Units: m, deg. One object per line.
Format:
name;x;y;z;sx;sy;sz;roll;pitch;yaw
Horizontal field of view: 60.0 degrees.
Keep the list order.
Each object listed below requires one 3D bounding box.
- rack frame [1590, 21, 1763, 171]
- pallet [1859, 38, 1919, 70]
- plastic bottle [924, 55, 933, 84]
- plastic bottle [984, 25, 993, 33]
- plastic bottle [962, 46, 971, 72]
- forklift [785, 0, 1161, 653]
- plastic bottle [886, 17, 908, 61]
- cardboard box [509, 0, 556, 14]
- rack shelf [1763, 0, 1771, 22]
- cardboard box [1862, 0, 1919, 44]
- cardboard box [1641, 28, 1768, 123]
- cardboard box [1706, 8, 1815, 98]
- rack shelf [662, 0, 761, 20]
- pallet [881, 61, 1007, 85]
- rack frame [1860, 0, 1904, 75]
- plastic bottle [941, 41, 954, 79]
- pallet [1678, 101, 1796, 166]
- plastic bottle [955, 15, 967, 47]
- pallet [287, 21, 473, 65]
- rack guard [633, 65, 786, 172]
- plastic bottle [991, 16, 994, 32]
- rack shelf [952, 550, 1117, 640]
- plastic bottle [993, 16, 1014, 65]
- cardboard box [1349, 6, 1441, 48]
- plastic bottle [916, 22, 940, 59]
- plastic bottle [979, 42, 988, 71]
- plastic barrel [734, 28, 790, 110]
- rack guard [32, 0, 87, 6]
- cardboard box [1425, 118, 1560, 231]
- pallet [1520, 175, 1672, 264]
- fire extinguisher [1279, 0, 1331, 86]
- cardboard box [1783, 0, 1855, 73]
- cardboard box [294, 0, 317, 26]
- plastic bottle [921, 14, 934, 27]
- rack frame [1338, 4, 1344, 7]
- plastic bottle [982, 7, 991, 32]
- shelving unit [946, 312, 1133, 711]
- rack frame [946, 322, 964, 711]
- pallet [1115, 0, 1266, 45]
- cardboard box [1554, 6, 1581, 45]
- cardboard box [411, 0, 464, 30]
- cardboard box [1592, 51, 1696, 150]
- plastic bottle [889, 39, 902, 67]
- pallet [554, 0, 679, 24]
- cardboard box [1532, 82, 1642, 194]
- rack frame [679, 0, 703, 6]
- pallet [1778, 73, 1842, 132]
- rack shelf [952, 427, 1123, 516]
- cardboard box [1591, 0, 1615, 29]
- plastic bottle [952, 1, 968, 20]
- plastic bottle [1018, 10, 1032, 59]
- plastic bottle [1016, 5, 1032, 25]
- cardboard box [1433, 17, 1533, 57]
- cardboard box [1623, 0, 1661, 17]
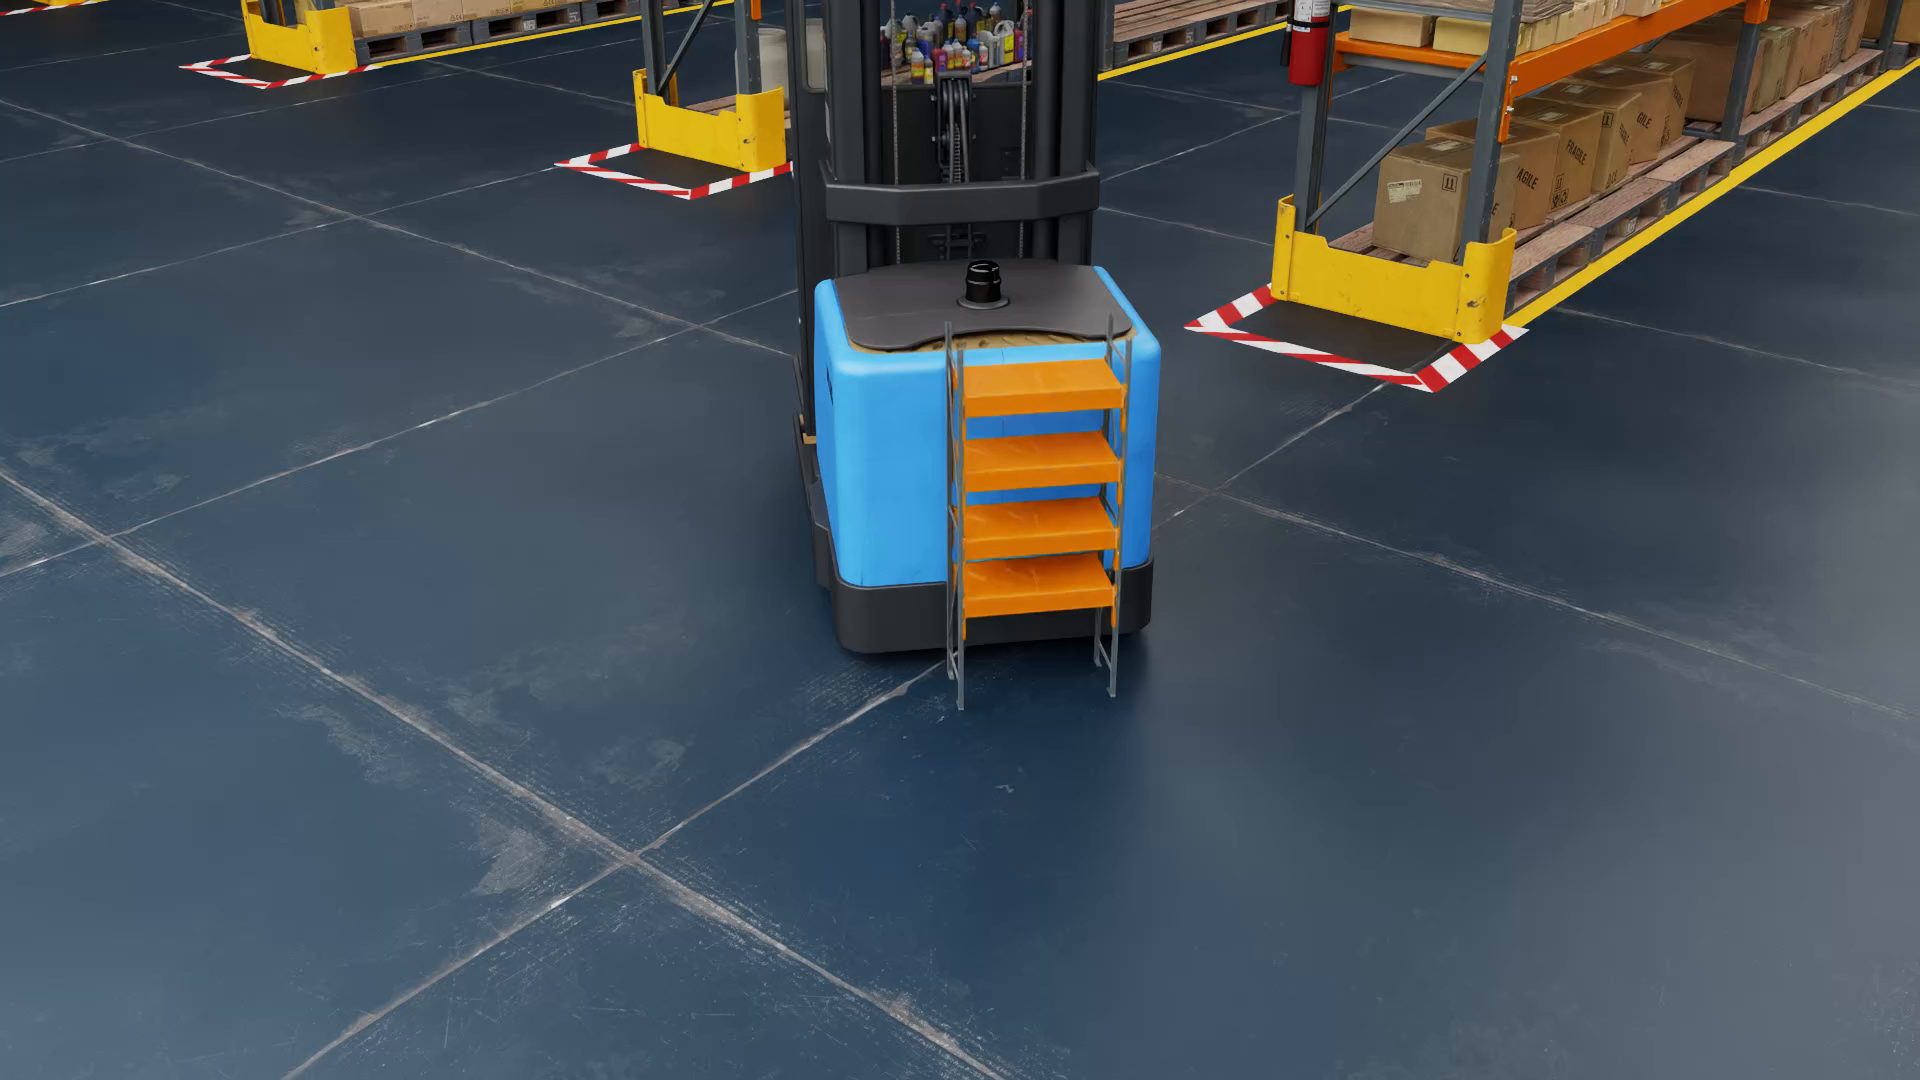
rack frame;4.660;-3.895;10.514;1.000;3.000;0.127;21;34;34
pallet;7.764;-4.332;14.394;1.003;0.211;1.213;21;34;34
plastic bottle;-0.247;-3.465;12.250;0.097;0.201;0.097;0;27;0
plastic bottle;0.228;-3.857;12.918;0.061;0.283;0.133;21;34;34
plastic bottle;0.032;-3.620;12.550;0.097;0.201;0.097;0;27;0
forklift;-0.096;-1.588;6.129;1.130;2.935;3.031;-4;28;-8
plastic bottle;-0.504;-3.912;12.953;0.144;0.351;0.185;22;35;36
cardboard box;-4.058;-4.995;15.176;0.500;0.250;0.500;21;34;34
rack shelf;5.932;-4.284;12.050;1.077;0.370;4.000;21;34;34
cardboard box;7.659;-4.794;14.108;1.225;0.875;0.875;19;33;32
cardboard box;5.067;-3.191;11.396;0.700;0.500;0.500;18;32;31
cardboard box;5.741;-3.553;12.096;0.700;0.500;0.500;18;32;30
rack shelf;-0.434;-4.313;12.106;1.077;0.370;4.000;21;34;34
pallet;-0.397;-3.443;12.676;1.003;0.211;1.213;21;34;34
rack frame;7.204;-5.313;13.255;1.000;3.000;0.127;21;34;34
plastic bottle;-0.094;-3.581;12.398;0.097;0.271;0.097;0;27;0
pallet;5.154;-2.932;11.689;1.003;0.211;1.213;21;34;34
plastic bottle;0.005;-4.074;13.351;0.097;0.271;0.097;0;27;0
pallet;-5.072;-4.418;14.560;1.003;0.211;1.213;21;34;34
rack guard;-1.694;-2.854;11.223;1.175;0.500;0.348;21;34;34
plastic bottle;0.233;-4.274;13.813;0.097;0.201;0.097;0;27;0
rack shelf;0.226;0.167;5.198;0.480;0.148;0.258;-4;27;-8
plastic bottle;0.323;-3.866;12.862;0.144;0.351;0.185;21;34;34
cardboard box;2.138;-2.526;8.142;0.380;0.149;0.250;21;34;34
plastic bottle;-0.256;-3.911;13.031;0.152;0.276;0.135;21;34;34
plastic bottle;0.163;-3.693;12.691;0.097;0.201;0.097;0;27;0
plastic barrel;-1.347;-3.261;11.540;0.421;0.512;0.421;0;27;0
rack guard;-9.302;-5.736;16.794;1.175;0.500;0.348;21;34;34
cardboard box;2.880;-1.991;9.098;0.500;0.500;0.500;-18;32;-31
pallet;3.484;-1.973;9.834;1.003;0.211;1.213;21;34;34
fire extinguisher;1.687;-2.536;7.972;0.296;0.674;0.183;21;34;34
cardboard box;6.451;-3.954;12.871;0.700;0.500;0.500;18;32;30
cardboard box;-5.413;-4.615;14.441;0.500;0.250;0.500;21;34;34
plastic bottle;-0.253;-4.053;13.297;0.061;0.283;0.133;23;35;37
rack frame;3.382;-6.760;16.053;1.000;3.000;0.127;21;34;34
plastic bottle;0.195;-4.193;13.567;0.061;0.283;0.133;21;34;34
shelving unit;0.225;-0.070;5.077;0.503;1.200;0.258;-4;27;-8
rack frame;-0.015;-0.052;5.042;0.015;1.200;0.240;-4;27;-8
pallet;2.083;-4.828;15.353;1.003;0.211;1.213;21;34;34
cardboard box;2.825;-2.563;8.214;0.380;0.149;0.250;21;34;34
cardboard box;-4.698;-4.642;14.493;0.500;0.250;0.500;21;34;34
cardboard box;4.375;-2.841;10.740;0.500;0.500;0.500;20;33;33
plastic bottle;-0.498;-3.756;12.813;0.097;0.201;0.097;0;27;0
pallet;-3.520;-5.283;16.232;1.003;0.211;1.213;21;34;34
cardboard box;3.682;-2.392;9.873;0.500;0.500;0.500;17;32;30
rack frame;-2.982;-6.791;16.113;1.000;3.000;0.127;21;34;34
pallet;5.930;-3.367;12.529;1.003;0.211;1.213;21;34;34
rack shelf;0.225;-0.209;5.006;0.480;0.148;0.258;-4;27;-8
cardboard box;3.133;-2.745;8.564;0.380;0.149;0.250;21;34;34
plastic bottle;0.004;-4.196;13.501;0.144;0.351;0.185;22;34;36
plastic bottle;0.529;-3.980;13.084;0.144;0.351;0.185;19;33;32
plastic bottle;0.540;-4.091;13.297;0.144;0.351;0.185;21;34;34
cardboard box;2.481;-2.396;7.891;0.380;0.149;0.250;21;34;34
cardboard box;3.510;-2.900;8.864;0.380;0.149;0.250;21;34;34
